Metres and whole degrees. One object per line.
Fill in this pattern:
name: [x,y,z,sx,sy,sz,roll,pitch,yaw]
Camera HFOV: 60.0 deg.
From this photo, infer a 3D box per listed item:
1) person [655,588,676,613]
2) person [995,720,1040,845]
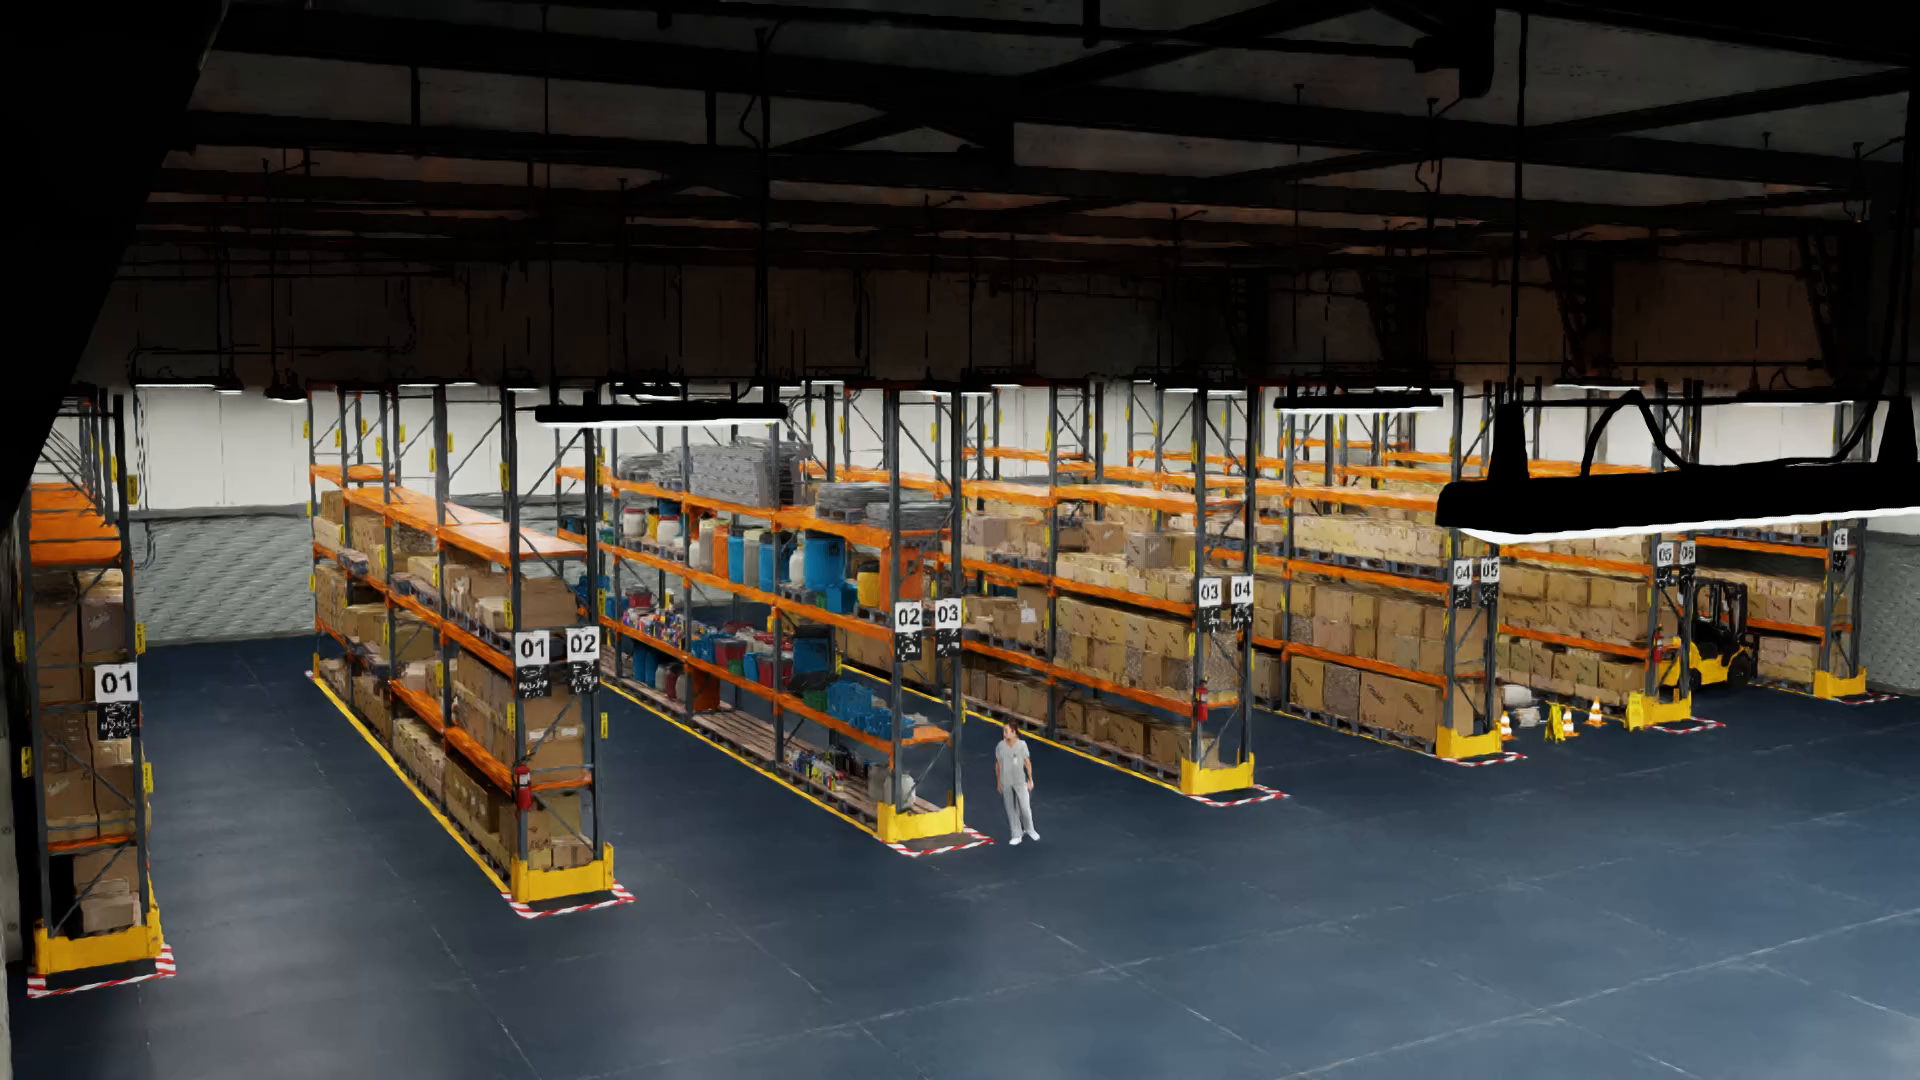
person: [-6.012,1.854,33.961,0.620,1.750,0.646,3,7,23]
person: [0.762,3.179,21.893,0.592,1.656,0.443,2,6,14]
